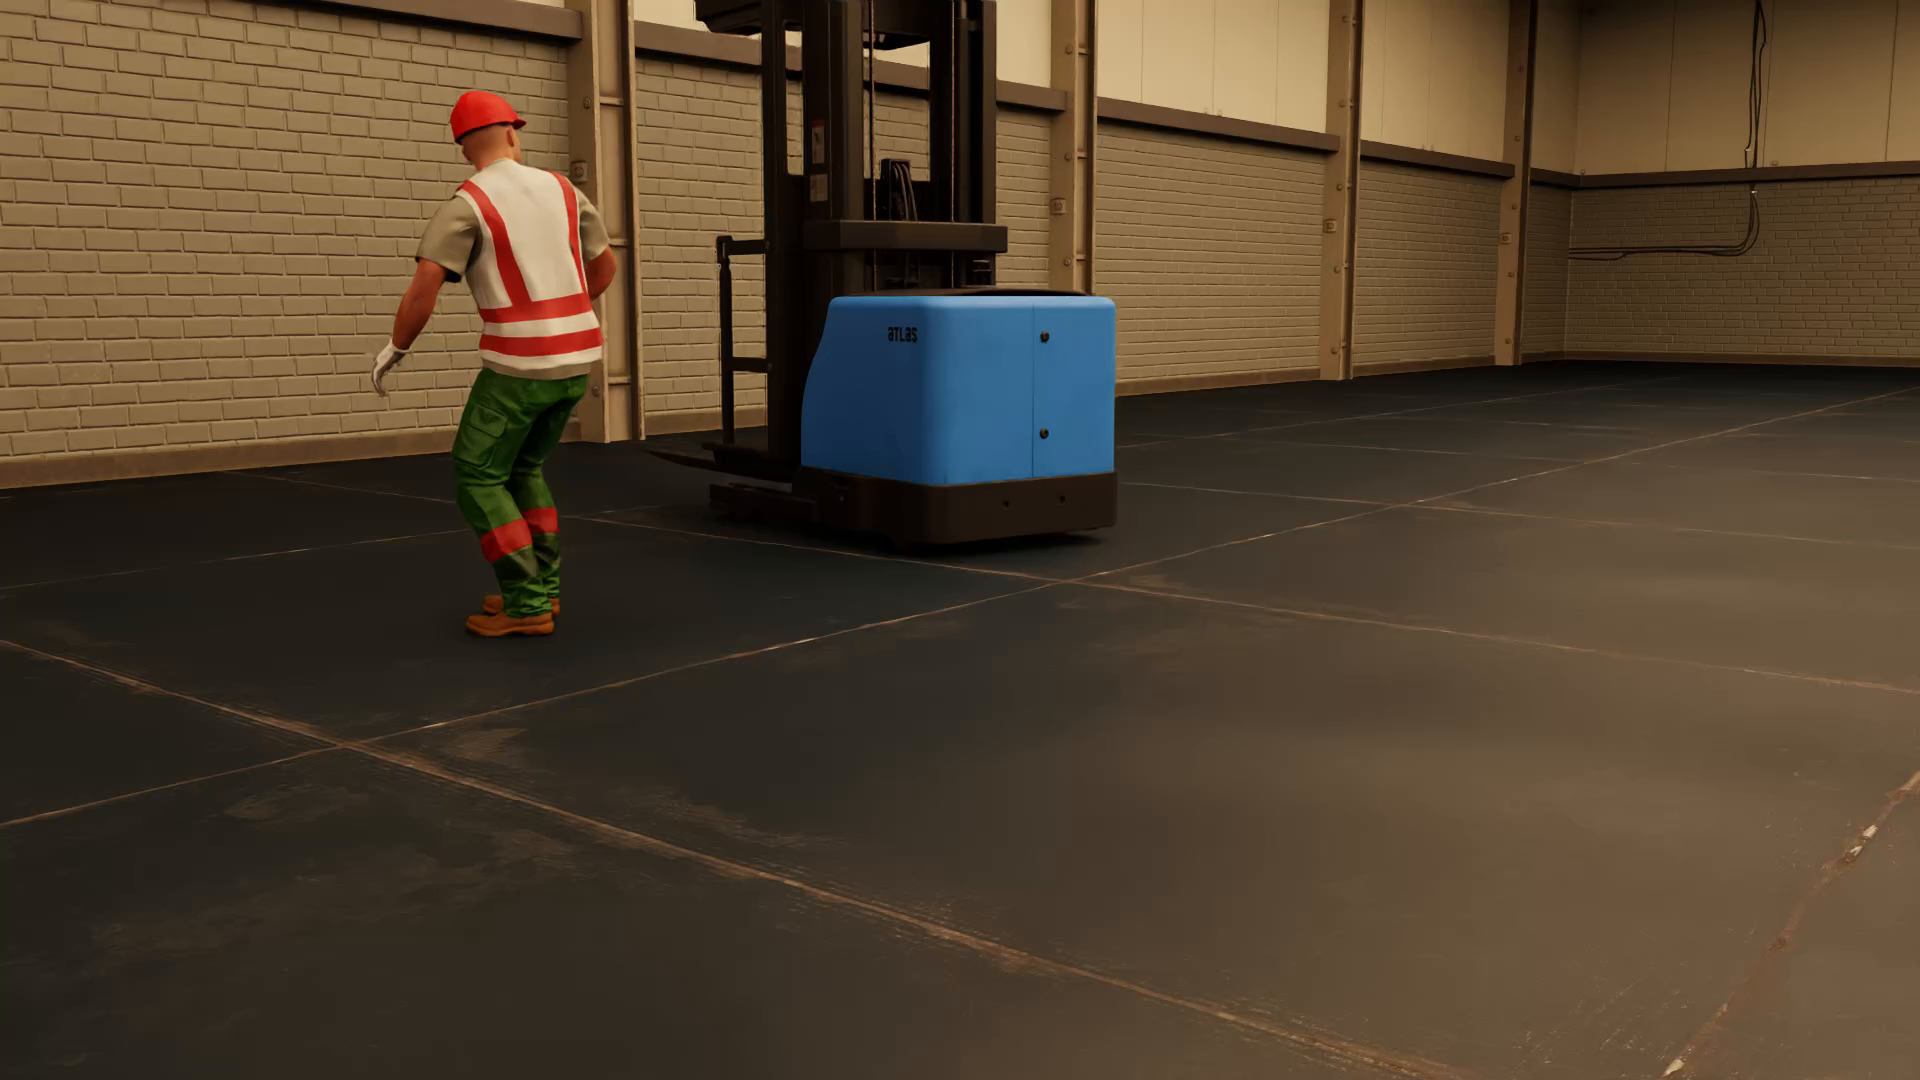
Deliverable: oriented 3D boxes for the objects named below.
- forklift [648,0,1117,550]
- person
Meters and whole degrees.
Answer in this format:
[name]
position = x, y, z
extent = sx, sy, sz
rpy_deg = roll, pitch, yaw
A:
[forklift]
position = -0.578, -1.578, 8.069
extent = 1.130, 2.935, 3.031
rpy_deg = -6, 10, -36
[person]
position = -1.467, -0.563, 5.364
extent = 0.520, 1.728, 0.763
rpy_deg = 5, 10, 32
